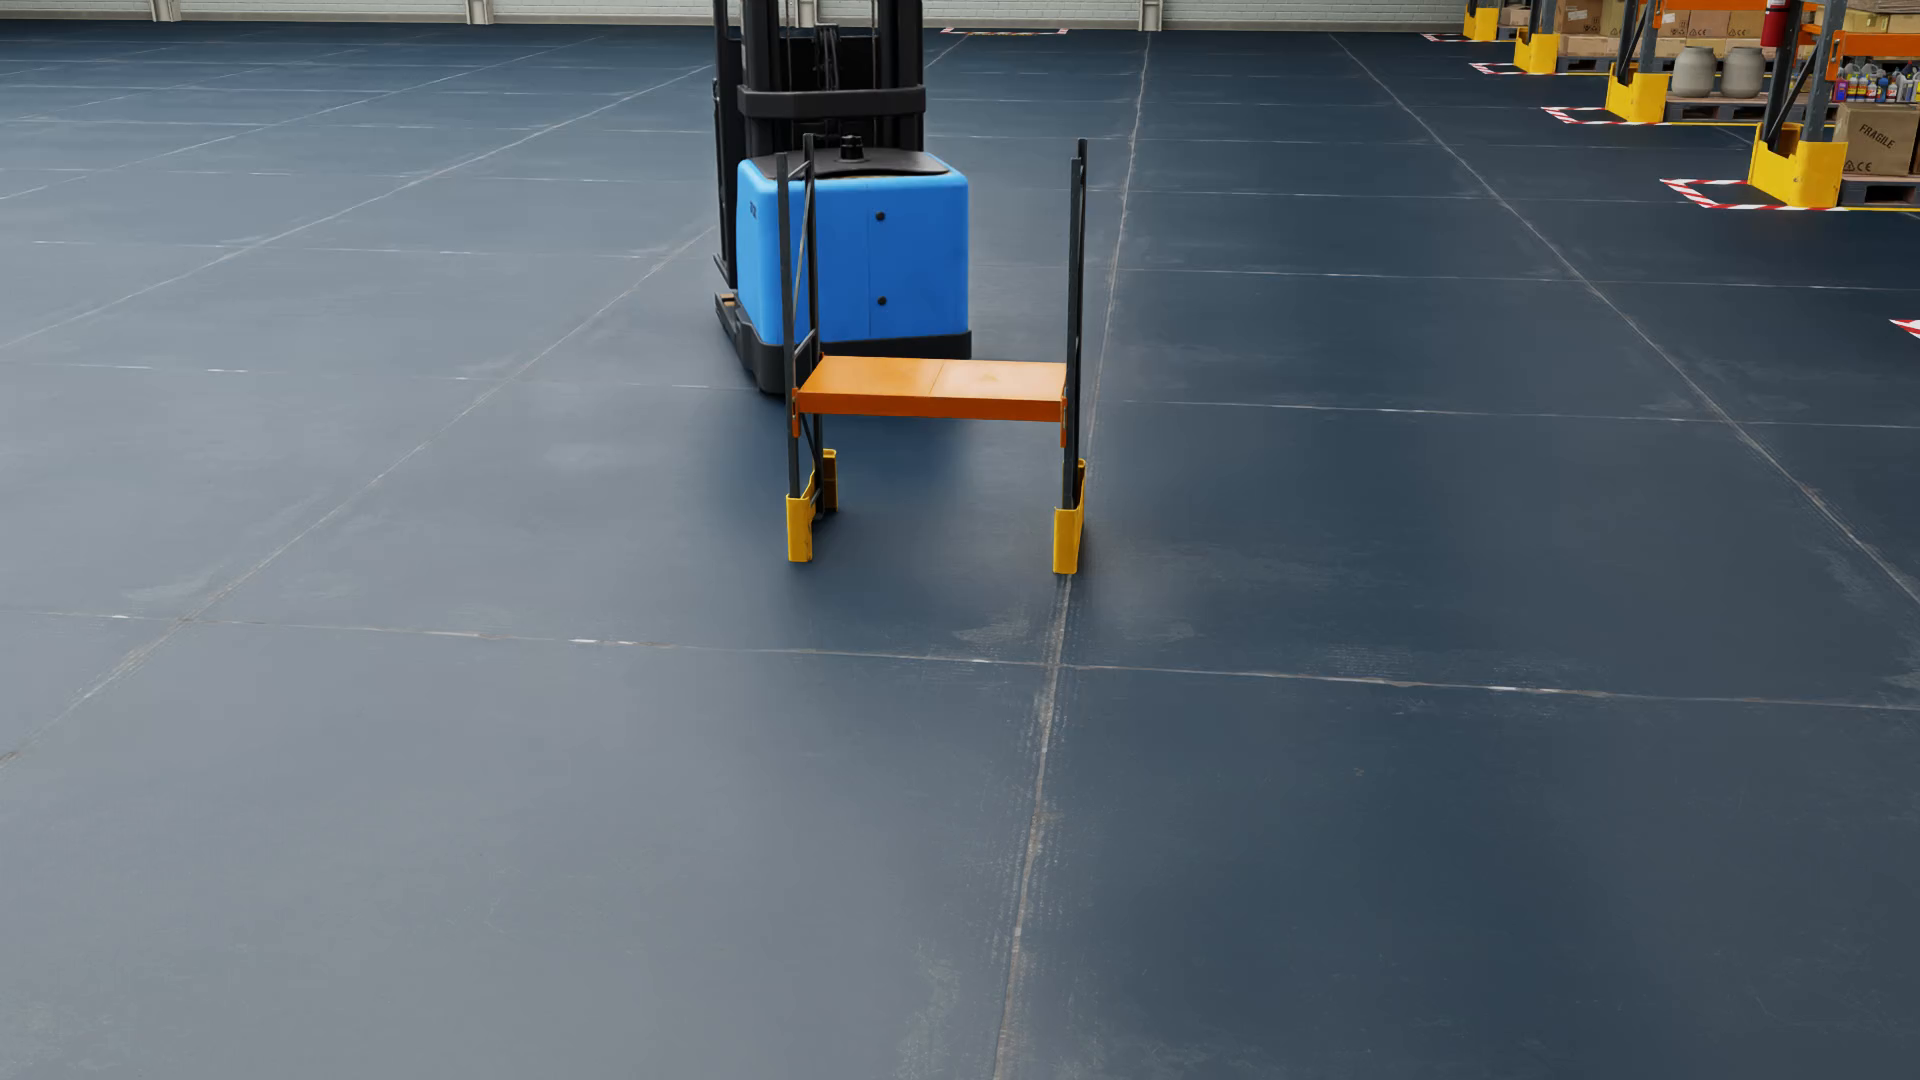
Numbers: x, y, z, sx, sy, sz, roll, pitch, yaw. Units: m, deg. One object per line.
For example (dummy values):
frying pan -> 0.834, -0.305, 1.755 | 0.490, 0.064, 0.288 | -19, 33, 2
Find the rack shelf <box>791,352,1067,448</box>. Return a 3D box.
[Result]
rack shelf -> -0.085, -0.534, 6.240 | 1.000, 0.185, 0.538 | 2, 22, 6

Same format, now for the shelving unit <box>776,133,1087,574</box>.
shelving unit -> -0.076, -0.701, 6.172 | 1.083, 1.500, 0.587 | 2, 22, 6

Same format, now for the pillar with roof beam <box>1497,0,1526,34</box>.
pillar with roof beam -> 8.731, -11.142, 22.383 | 0.400, 9.000, 9.100 | 2, 22, 6

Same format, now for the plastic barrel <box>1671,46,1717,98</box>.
plastic barrel -> 7.938, -5.059, 17.969 | 0.421, 0.512, 0.421 | 0, 22, 0

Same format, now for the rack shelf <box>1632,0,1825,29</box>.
rack shelf -> 9.261, -5.600, 17.504 | 4.000, 0.370, 1.077 | 2, 22, 6

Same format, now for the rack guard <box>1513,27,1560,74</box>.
rack guard -> 7.838, -6.668, 22.627 | 0.348, 0.500, 1.175 | 2, 22, 6

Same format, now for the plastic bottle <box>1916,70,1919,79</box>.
plastic bottle -> 10.336, -4.933, 17.949 | 0.097, 0.271, 0.097 | 0, 22, 0

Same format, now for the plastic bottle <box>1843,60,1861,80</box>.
plastic bottle -> 9.700, -5.042, 18.118 | 0.185, 0.351, 0.144 | 3, 22, 9

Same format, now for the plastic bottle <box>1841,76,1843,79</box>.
plastic bottle -> 9.539, -4.932, 18.043 | 0.097, 0.201, 0.097 | 0, 22, 0

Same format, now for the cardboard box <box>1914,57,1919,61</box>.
cardboard box -> 12.713, -6.443, 21.825 | 0.500, 0.250, 0.500 | 3, 22, 8

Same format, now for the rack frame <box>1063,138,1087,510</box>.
rack frame -> 0.420, -0.679, 6.118 | 0.032, 1.500, 0.500 | 2, 22, 6

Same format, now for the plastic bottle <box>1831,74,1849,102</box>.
plastic bottle -> 9.261, -4.754, 17.481 | 0.133, 0.283, 0.061 | 3, 22, 7

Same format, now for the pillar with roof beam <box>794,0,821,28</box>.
pillar with roof beam -> -3.185, -11.661, 23.697 | 0.400, 9.000, 9.100 | 2, 22, 6

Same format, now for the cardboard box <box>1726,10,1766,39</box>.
cardboard box -> 10.356, -6.908, 21.983 | 0.500, 0.500, 0.500 | 2, 22, 6

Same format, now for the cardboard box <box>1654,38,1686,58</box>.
cardboard box -> 9.361, -6.600, 22.222 | 0.500, 0.250, 0.500 | 2, 22, 6

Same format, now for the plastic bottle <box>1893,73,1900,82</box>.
plastic bottle -> 9.913, -4.782, 17.552 | 0.133, 0.283, 0.061 | 2, 22, 6

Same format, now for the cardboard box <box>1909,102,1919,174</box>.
cardboard box -> 7.908, -3.199, 13.281 | 0.500, 0.500, 0.500 | 8, 23, 20

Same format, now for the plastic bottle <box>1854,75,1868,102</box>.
plastic bottle -> 9.479, -4.746, 17.477 | 0.097, 0.271, 0.097 | 0, 22, 0

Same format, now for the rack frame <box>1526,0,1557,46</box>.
rack frame -> 7.862, -7.830, 22.165 | 0.127, 3.000, 1.000 | 2, 22, 6

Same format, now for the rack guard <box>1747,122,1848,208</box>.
rack guard -> 6.768, -3.047, 13.468 | 0.348, 0.500, 1.175 | 2, 22, 6

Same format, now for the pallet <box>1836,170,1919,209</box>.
pallet -> 7.570, -2.865, 13.399 | 1.213, 0.211, 1.003 | 2, 22, 6

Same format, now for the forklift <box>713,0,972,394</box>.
forklift -> -0.796, -2.580, 8.980 | 1.130, 2.935, 3.031 | -5, 22, -13

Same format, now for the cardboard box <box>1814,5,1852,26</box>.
cardboard box -> 6.999, -4.159, 13.222 | 0.250, 0.149, 0.380 | 2, 22, 6

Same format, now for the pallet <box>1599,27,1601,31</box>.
pallet -> 10.527, -8.237, 26.987 | 1.213, 0.211, 1.003 | 2, 22, 6

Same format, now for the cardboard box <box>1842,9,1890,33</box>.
cardboard box -> 6.947, -3.997, 12.811 | 0.250, 0.149, 0.380 | 2, 22, 6

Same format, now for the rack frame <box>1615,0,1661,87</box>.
rack frame -> 7.275, -6.021, 17.591 | 0.127, 3.000, 1.000 | 2, 22, 6

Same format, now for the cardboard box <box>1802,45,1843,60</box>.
cardboard box -> 11.348, -6.514, 22.004 | 0.500, 0.250, 0.500 | 2, 22, 6

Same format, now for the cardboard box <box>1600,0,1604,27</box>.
cardboard box -> 10.406, -8.543, 26.771 | 0.500, 0.500, 0.700 | 1, 22, 3

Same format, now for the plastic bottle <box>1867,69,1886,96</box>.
plastic bottle -> 9.892, -4.944, 17.972 | 0.135, 0.276, 0.152 | 2, 22, 6

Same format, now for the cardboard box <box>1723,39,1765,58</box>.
cardboard box -> 10.354, -6.555, 22.109 | 0.500, 0.250, 0.500 | 2, 22, 6

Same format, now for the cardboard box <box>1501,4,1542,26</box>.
cardboard box -> 9.117, -8.530, 26.994 | 0.500, 0.311, 0.500 | 0, 22, 0

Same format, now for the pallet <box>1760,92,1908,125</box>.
pallet -> 9.370, -4.648, 17.909 | 1.213, 0.211, 1.003 | 2, 22, 6

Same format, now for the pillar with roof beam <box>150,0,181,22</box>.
pillar with roof beam -> -15.102, -12.181, 25.010 | 0.400, 9.000, 9.100 | 2, 22, 6

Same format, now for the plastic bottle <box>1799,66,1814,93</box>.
plastic bottle -> 9.269, -5.045, 18.217 | 0.133, 0.283, 0.061 | 3, 22, 8

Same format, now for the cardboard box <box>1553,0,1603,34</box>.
cardboard box -> 8.429, -7.180, 22.671 | 0.500, 0.500, 0.500 | 2, 22, 6

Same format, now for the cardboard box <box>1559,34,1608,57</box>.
cardboard box -> 8.368, -6.642, 22.329 | 0.500, 0.250, 0.500 | 2, 22, 6

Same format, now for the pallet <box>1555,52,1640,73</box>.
pallet -> 8.626, -6.515, 22.632 | 1.213, 0.211, 1.003 | 2, 22, 6

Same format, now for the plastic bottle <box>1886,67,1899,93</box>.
plastic bottle -> 10.148, -5.007, 18.120 | 0.133, 0.283, 0.061 | 3, 22, 9

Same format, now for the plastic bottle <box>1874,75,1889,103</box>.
plastic bottle -> 9.680, -4.737, 17.454 | 0.097, 0.271, 0.097 | 0, 22, 0

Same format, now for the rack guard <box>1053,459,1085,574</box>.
rack guard -> 0.419, -0.098, 6.348 | 0.087, 0.250, 0.587 | 2, 22, 6

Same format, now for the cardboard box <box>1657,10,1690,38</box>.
cardboard box -> 9.363, -6.953, 22.095 | 0.500, 0.500, 0.500 | 2, 22, 6

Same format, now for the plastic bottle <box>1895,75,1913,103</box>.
plastic bottle -> 9.902, -4.740, 17.455 | 0.135, 0.276, 0.152 | 3, 22, 7

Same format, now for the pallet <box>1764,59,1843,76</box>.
pallet -> 11.049, -6.410, 22.365 | 1.213, 0.211, 1.003 | 2, 22, 6
